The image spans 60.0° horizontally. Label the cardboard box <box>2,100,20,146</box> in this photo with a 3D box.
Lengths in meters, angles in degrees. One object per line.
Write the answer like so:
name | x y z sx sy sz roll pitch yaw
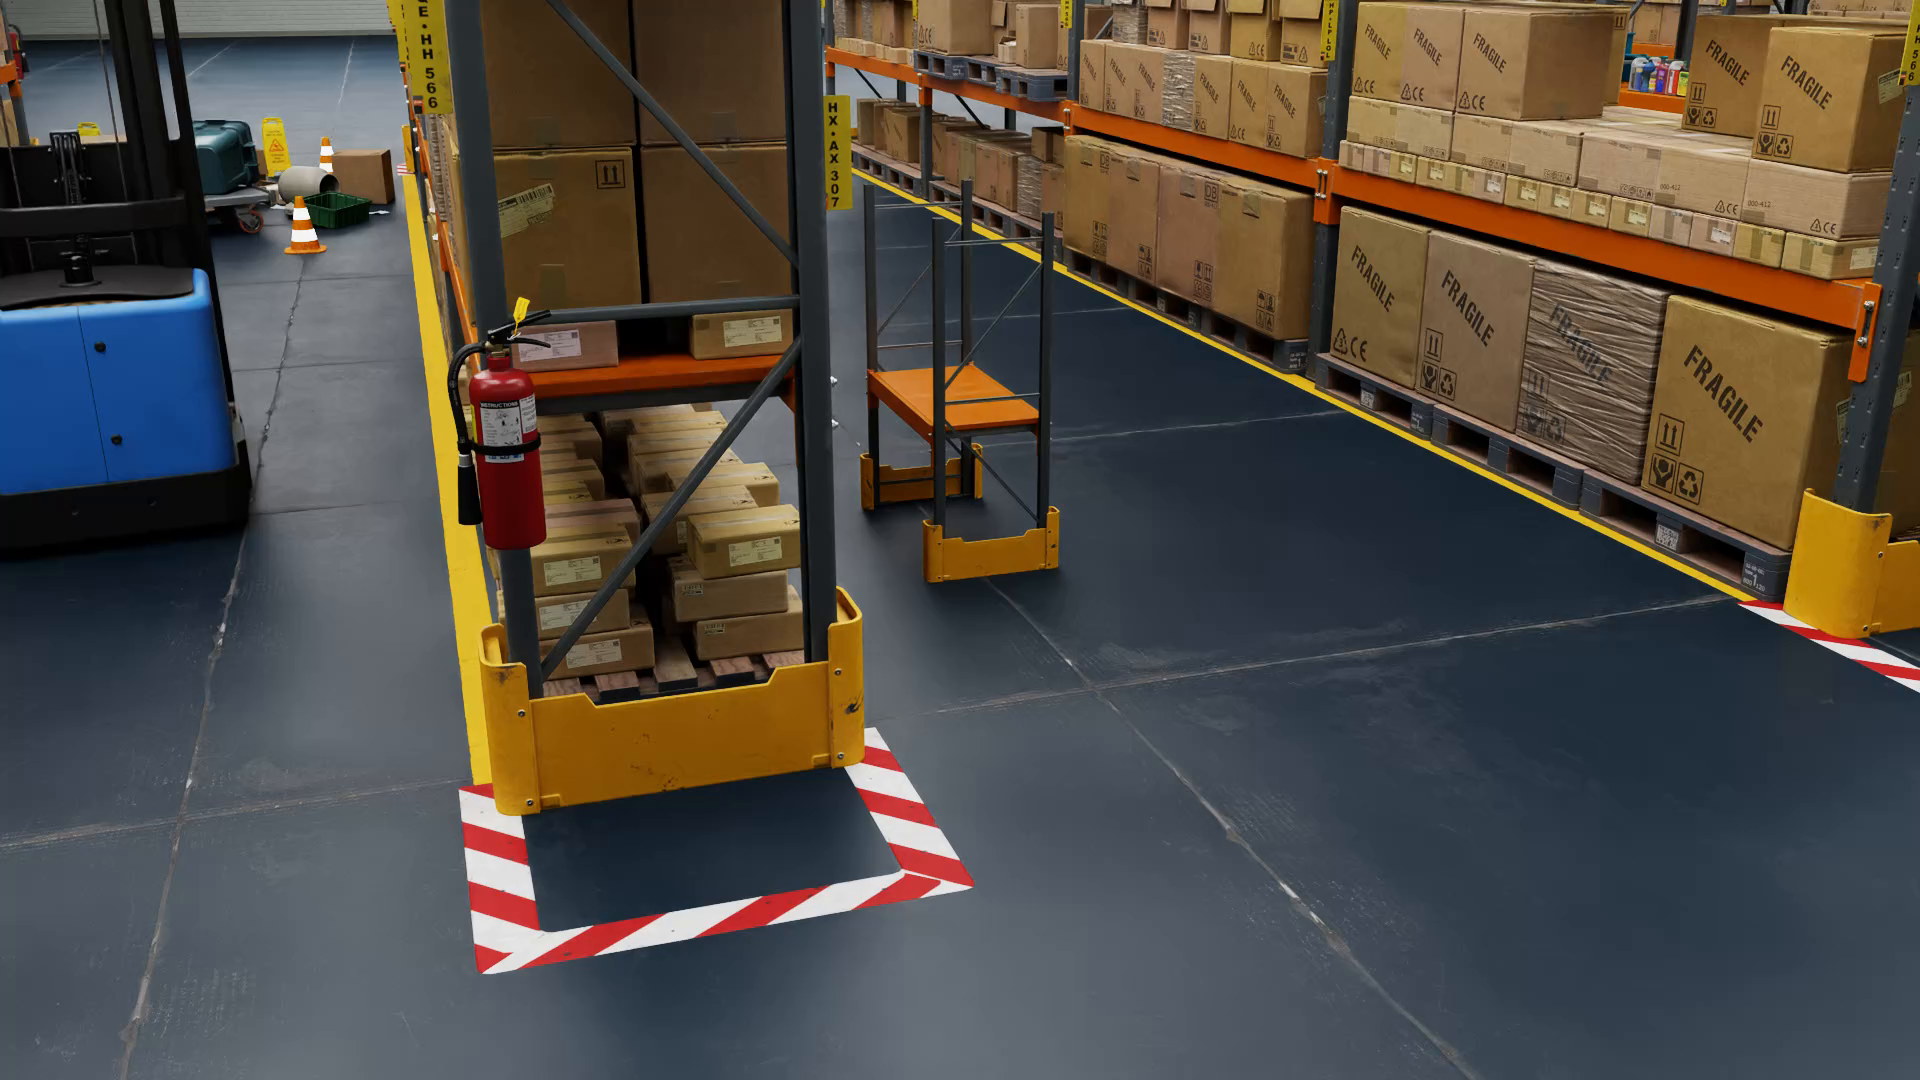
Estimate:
cardboard box | -10.076 -4.260 17.175 0.500 0.500 0.500 -6 21 -17

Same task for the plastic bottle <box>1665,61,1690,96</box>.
plastic bottle | 6.023 -3.864 13.921 0.152 0.276 0.135 -6 21 -17

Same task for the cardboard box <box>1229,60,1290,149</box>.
cardboard box | 2.049 -2.762 10.521 0.500 0.500 0.500 -6 21 -16

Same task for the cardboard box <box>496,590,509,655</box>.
cardboard box | -1.419 0.269 5.826 0.380 0.149 0.250 -6 21 -16

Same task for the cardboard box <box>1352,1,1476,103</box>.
cardboard box | 2.512 -2.676 9.102 0.500 0.500 0.500 -6 21 -17

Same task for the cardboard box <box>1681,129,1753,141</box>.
cardboard box | 3.643 -1.731 7.579 0.500 0.250 0.500 -7 21 -19

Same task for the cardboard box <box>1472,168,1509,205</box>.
cardboard box | 2.789 -1.770 8.279 0.380 0.149 0.250 -6 21 -17

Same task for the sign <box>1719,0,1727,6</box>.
sign | 8.969 -6.438 19.506 0.100 0.325 0.005 -6 21 -17

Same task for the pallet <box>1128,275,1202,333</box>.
pallet | 1.903 -1.754 11.987 1.003 0.211 1.213 -6 21 -17

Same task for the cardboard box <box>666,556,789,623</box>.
cardboard box | -0.800 0.152 5.711 0.380 0.149 0.250 -5 20 -15

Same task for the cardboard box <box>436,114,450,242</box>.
cardboard box | -1.737 -1.449 6.425 0.500 0.500 0.500 -5 20 -14

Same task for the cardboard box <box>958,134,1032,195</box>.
cardboard box | 0.394 -3.678 16.266 0.700 0.500 0.500 -7 21 -18

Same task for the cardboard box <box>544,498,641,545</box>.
cardboard box | -1.310 -0.022 5.756 0.380 0.149 0.250 -6 21 -16

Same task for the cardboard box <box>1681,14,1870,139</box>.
cardboard box | 3.641 -2.082 7.448 0.500 0.500 0.500 -7 21 -19

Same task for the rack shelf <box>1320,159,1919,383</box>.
rack shelf | 3.233 -1.454 8.092 1.077 0.370 4.000 -6 21 -17

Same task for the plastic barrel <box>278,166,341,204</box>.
plastic barrel | -6.463 -3.496 16.523 0.512 0.421 0.421 8 21 20

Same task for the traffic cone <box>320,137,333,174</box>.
traffic cone | -7.089 -4.276 18.636 0.336 0.463 0.334 -6 21 -17

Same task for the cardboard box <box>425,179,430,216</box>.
cardboard box | -3.407 -2.351 11.491 0.500 0.250 0.500 -7 21 -20

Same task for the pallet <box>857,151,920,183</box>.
pallet | -0.542 -4.293 19.057 1.003 0.211 1.213 -6 21 -17

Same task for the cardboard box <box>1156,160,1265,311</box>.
cardboard box | 2.102 -2.122 11.409 1.225 0.875 0.875 -7 21 -19

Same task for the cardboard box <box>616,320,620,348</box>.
cardboard box | -1.292 -0.696 5.290 0.380 0.149 0.250 -6 21 -17

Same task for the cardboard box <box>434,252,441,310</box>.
cardboard box | -3.252 -1.830 11.150 0.500 0.500 0.500 -6 21 -17

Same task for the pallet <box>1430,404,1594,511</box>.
pallet | 3.156 -0.478 8.434 1.003 0.211 1.213 -6 21 -17

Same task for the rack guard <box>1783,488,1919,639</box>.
rack guard | 3.869 0.033 6.584 1.175 0.500 0.348 -6 21 -17

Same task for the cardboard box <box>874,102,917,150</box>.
cardboard box | -0.767 -4.916 19.743 0.500 0.500 0.500 -1 20 -3

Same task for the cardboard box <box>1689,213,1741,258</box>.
cardboard box | 3.275 -1.276 6.904 0.380 0.149 0.250 -6 21 -17

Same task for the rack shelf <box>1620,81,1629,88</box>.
rack shelf | 5.420 -4.548 16.704 1.077 0.370 4.000 -6 21 -17

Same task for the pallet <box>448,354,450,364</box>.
pallet | -2.382 -0.877 9.547 1.003 0.211 1.213 -6 21 -17

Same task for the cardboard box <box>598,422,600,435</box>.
cardboard box | -1.388 -0.440 7.361 0.380 0.149 0.250 -7 21 -20

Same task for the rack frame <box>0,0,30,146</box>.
rack frame | -10.575 -5.232 17.547 1.000 3.000 0.127 -6 21 -17

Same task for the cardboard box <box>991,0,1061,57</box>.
cardboard box | 0.722 -4.701 15.294 0.797 0.503 0.637 -4 20 -12

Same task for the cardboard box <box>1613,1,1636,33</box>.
cardboard box | 8.862 -6.736 21.585 0.700 0.500 0.500 -6 21 -16

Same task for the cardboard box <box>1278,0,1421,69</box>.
cardboard box | 2.396 -3.158 10.139 0.797 0.503 0.637 -7 21 -19

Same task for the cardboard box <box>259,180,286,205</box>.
cardboard box | -6.939 -3.576 16.981 0.396 0.266 0.258 -3 20 -8

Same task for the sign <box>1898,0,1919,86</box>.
sign | 3.342 -1.754 5.799 0.100 0.325 0.005 -6 21 -17

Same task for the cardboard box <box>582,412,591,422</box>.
cardboard box | -1.798 -0.522 7.149 0.380 0.149 0.250 -7 21 -19

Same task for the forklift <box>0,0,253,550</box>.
forklift | -4.290 -1.798 8.085 1.130 2.935 3.031 -9 21 -23

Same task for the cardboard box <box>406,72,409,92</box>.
cardboard box | -4.427 -4.034 14.063 0.500 0.500 0.500 -6 21 -17

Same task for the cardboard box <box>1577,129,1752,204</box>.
cardboard box | 3.138 -1.674 7.421 0.500 0.250 0.500 -7 21 -19

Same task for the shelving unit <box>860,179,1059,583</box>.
shelving unit | -0.024 -0.730 7.231 0.587 1.500 1.083 -6 21 -17

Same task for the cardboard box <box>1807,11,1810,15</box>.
cardboard box | 12.791 -7.613 24.366 0.500 0.250 0.500 -7 21 -19

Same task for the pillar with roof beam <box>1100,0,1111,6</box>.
pillar with roof beam | 0.464 -19.725 49.020 9.100 9.000 0.400 -6 21 -17

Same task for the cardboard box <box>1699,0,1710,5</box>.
cardboard box | 9.130 -6.549 20.106 0.380 0.149 0.250 -7 21 -18

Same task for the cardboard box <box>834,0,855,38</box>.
cardboard box | -1.021 -6.293 19.911 0.875 0.500 0.500 -6 21 -17

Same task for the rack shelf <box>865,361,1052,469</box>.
rack shelf | -0.027 -0.564 7.300 0.538 0.185 1.000 -6 21 -17

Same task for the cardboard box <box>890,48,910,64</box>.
cardboard box | -0.532 -5.157 17.710 0.380 0.149 0.250 -6 21 -17

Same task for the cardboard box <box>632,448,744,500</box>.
cardboard box | -1.036 -0.237 6.356 0.380 0.149 0.250 -7 21 -20

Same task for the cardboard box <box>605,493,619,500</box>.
cardboard box | -1.468 -0.055 6.288 0.380 0.149 0.250 -7 21 -18

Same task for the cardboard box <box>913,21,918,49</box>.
cardboard box | 0.007 -5.340 17.258 0.875 0.500 0.500 -6 21 -17

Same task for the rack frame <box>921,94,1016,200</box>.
rack frame | 0.090 -5.002 16.904 1.000 3.000 0.127 -6 21 -17
